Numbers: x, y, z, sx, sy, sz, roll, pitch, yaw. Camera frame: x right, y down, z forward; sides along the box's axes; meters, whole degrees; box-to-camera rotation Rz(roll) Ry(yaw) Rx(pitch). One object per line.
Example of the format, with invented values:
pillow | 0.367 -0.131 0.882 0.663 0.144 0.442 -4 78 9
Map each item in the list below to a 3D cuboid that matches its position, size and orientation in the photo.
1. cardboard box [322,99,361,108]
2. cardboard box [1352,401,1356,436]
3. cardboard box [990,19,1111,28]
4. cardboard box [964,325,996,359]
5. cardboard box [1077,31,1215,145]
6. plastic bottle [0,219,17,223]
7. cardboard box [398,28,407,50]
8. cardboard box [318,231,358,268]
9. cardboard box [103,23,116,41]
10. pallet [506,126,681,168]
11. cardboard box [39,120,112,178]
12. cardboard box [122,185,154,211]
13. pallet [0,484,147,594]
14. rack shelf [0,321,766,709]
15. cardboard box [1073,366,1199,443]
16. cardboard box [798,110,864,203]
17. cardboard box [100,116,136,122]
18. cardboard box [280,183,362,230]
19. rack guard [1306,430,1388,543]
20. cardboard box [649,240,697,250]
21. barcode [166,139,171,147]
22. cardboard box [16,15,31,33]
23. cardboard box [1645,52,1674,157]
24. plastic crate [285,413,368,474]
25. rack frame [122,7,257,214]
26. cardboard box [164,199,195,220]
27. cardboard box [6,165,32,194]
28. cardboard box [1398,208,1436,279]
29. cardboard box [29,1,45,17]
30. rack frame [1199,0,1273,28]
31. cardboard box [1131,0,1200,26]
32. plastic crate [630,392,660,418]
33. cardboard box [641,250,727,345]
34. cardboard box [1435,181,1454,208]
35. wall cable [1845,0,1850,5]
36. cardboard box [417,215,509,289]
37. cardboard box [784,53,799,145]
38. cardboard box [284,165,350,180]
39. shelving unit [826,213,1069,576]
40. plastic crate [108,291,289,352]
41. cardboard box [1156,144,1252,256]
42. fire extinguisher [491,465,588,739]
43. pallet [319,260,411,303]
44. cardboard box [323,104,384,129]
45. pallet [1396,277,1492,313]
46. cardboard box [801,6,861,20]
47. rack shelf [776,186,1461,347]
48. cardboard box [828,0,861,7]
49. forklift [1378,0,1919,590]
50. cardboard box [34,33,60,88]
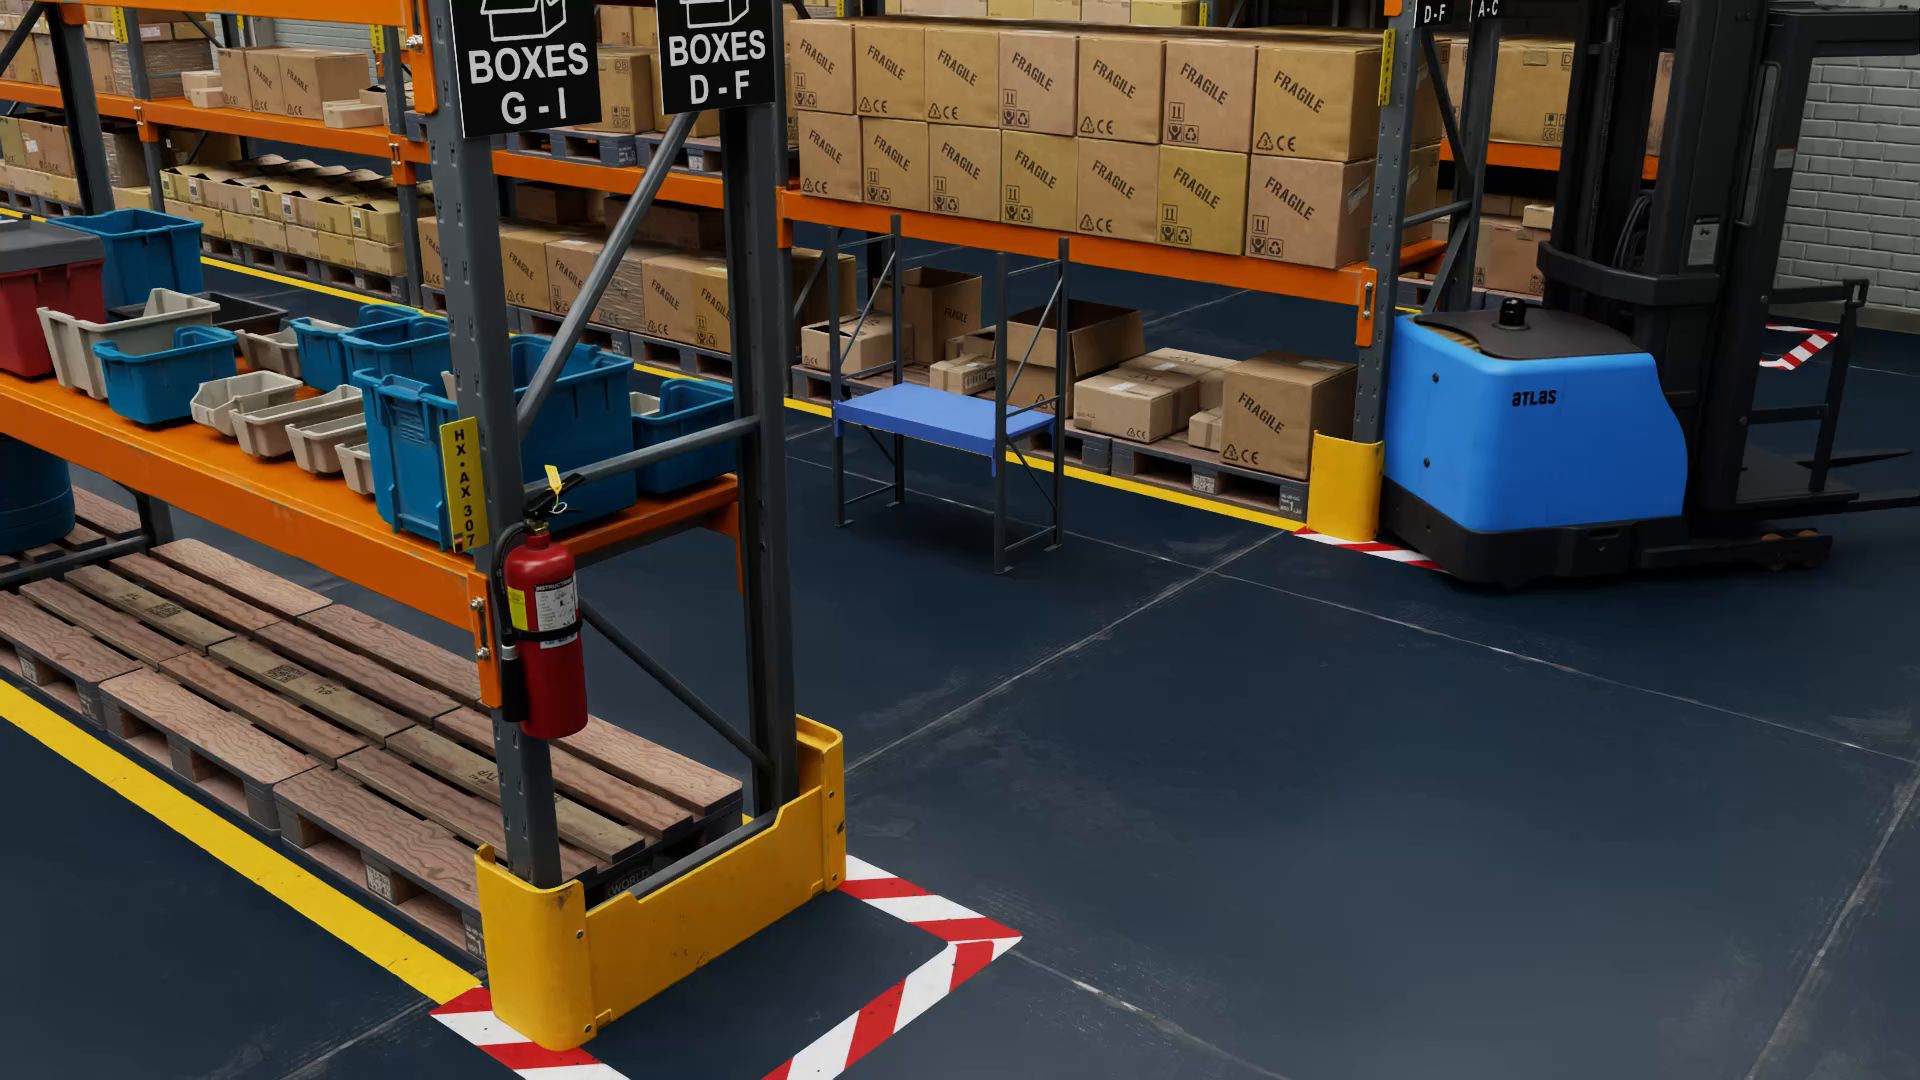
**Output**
cardboard box | -4.952 -3.499 13.553 0.250 0.149 0.380 19 27 40
cardboard box | 2.162 -0.622 8.984 0.250 0.149 0.380 16 26 36
cardboard box | 0.515 -2.702 9.523 0.500 0.500 0.500 16 26 37
cardboard box | 0.372 -1.186 10.250 0.500 0.311 0.500 16 26 36
cardboard box | 0.954 -2.329 8.533 0.500 0.500 0.500 17 26 38
plastic bottle | -4.366 -1.333 7.628 0.135 0.276 0.152 16 26 36
cardboard box | -6.820 -6.231 20.625 0.500 0.250 0.500 15 25 35
cardboard box | -4.892 -2.422 13.642 0.500 0.250 0.500 16 26 36
cardboard box | -7.564 -4.648 15.182 0.250 0.149 0.380 15 26 35
pallet | -2.419 -2.825 11.681 1.213 0.211 1.003 16 26 36
cardboard box | -8.691 -3.878 16.438 0.500 0.500 0.500 16 26 36
cardboard box | -7.525 -3.194 15.688 0.500 0.250 0.500 16 26 36
pallet | -4.536 0.019 7.818 1.213 0.211 1.003 16 26 36
rack shelf | -2.415 -0.319 5.783 4.000 0.370 1.077 16 26 36
cardboard box | 0.975 -0.756 9.196 0.500 0.250 0.500 16 26 36
cardboard box | -0.607 -2.314 9.911 0.500 0.500 0.500 17 26 38
cardboard box | -8.352 -4.024 16.827 0.500 0.500 0.500 16 26 36
cardboard box | -5.286 -2.797 13.841 0.500 0.311 0.500 16 26 36
rack guard | 2.210 -0.410 8.548 0.348 0.500 1.175 16 26 36
cardboard box | -1.853 -1.896 11.863 0.500 0.500 0.500 16 26 37
barcode | -7.093 -3.555 14.902 0.075 0.075 0.001 16 26 36
cardboard box | -8.960 -5.050 16.247 0.250 0.149 0.380 16 26 36
cardboard box | 4.997 -3.169 11.896 0.700 0.700 0.980 18 27 39
plastic crate | -1.827 -0.315 5.042 0.243 0.136 0.396 16 26 36
rack frame | -7.028 -4.240 15.161 0.127 3.000 1.000 16 26 36
cardboard box | -6.872 -2.992 15.154 0.500 0.250 0.500 15 26 35
cardboard box | -9.462 -3.752 17.167 0.500 0.250 0.500 16 26 36
cardboard box | 3.597 -2.414 13.266 0.500 0.500 0.700 17 26 37
cardboard box | -8.542 -5.327 16.063 0.500 0.500 0.700 16 26 36
rack frame | 2.300 -3.810 14.021 0.127 3.000 1.000 16 26 36
cardboard box | 1.776 -4.391 13.906 0.500 0.250 0.500 17 26 38
plastic crate | -1.045 -0.354 5.144 0.298 0.136 0.250 16 26 36
cardboard box | -1.771 -1.636 11.174 0.500 0.500 0.500 16 26 36
cardboard box | 3.837 -2.743 13.219 0.250 0.149 0.380 16 26 35
wall cable | 6.989 -3.366 11.404 1.851 1.984 0.084 16 26 36
cardboard box | -3.757 -2.204 12.682 0.500 0.500 0.500 17 27 38
cardboard box | -1.055 -2.865 10.779 0.500 0.500 0.700 7 22 18
cardboard box | -5.740 -3.174 14.841 0.500 0.311 0.500 16 26 36
shelving unit | -0.066 -0.721 7.954 1.048 1.500 0.538 16 26 36
plastic crate | -2.928 -0.825 6.410 0.590 0.125 0.437 16 26 36
cardboard box | 1.346 -1.750 8.416 0.500 0.500 0.500 16 26 37
fire extinguisher | -1.036 0.159 4.134 0.183 0.674 0.296 16 26 36
pallet | -4.542 -2.237 13.802 1.213 0.211 1.003 16 26 36
cardboard box | -4.800 -3.355 13.171 0.250 0.149 0.380 16 26 36
pallet | 3.789 -2.042 13.285 1.213 0.211 1.003 16 26 36
cardboard box | -1.170 -5.057 16.563 0.500 0.500 0.700 13 24 30
rack shelf | 0.720 -1.673 9.372 4.000 0.370 1.077 16 26 36
cardboard box | -1.086 -5.328 16.360 0.250 0.149 0.380 12 24 29
forklift | 3.612 -1.407 7.746 3.031 2.935 1.130 -5 21 -13
cardboard box | -8.572 -4.727 16.311 0.500 0.500 0.700 17 27 38
